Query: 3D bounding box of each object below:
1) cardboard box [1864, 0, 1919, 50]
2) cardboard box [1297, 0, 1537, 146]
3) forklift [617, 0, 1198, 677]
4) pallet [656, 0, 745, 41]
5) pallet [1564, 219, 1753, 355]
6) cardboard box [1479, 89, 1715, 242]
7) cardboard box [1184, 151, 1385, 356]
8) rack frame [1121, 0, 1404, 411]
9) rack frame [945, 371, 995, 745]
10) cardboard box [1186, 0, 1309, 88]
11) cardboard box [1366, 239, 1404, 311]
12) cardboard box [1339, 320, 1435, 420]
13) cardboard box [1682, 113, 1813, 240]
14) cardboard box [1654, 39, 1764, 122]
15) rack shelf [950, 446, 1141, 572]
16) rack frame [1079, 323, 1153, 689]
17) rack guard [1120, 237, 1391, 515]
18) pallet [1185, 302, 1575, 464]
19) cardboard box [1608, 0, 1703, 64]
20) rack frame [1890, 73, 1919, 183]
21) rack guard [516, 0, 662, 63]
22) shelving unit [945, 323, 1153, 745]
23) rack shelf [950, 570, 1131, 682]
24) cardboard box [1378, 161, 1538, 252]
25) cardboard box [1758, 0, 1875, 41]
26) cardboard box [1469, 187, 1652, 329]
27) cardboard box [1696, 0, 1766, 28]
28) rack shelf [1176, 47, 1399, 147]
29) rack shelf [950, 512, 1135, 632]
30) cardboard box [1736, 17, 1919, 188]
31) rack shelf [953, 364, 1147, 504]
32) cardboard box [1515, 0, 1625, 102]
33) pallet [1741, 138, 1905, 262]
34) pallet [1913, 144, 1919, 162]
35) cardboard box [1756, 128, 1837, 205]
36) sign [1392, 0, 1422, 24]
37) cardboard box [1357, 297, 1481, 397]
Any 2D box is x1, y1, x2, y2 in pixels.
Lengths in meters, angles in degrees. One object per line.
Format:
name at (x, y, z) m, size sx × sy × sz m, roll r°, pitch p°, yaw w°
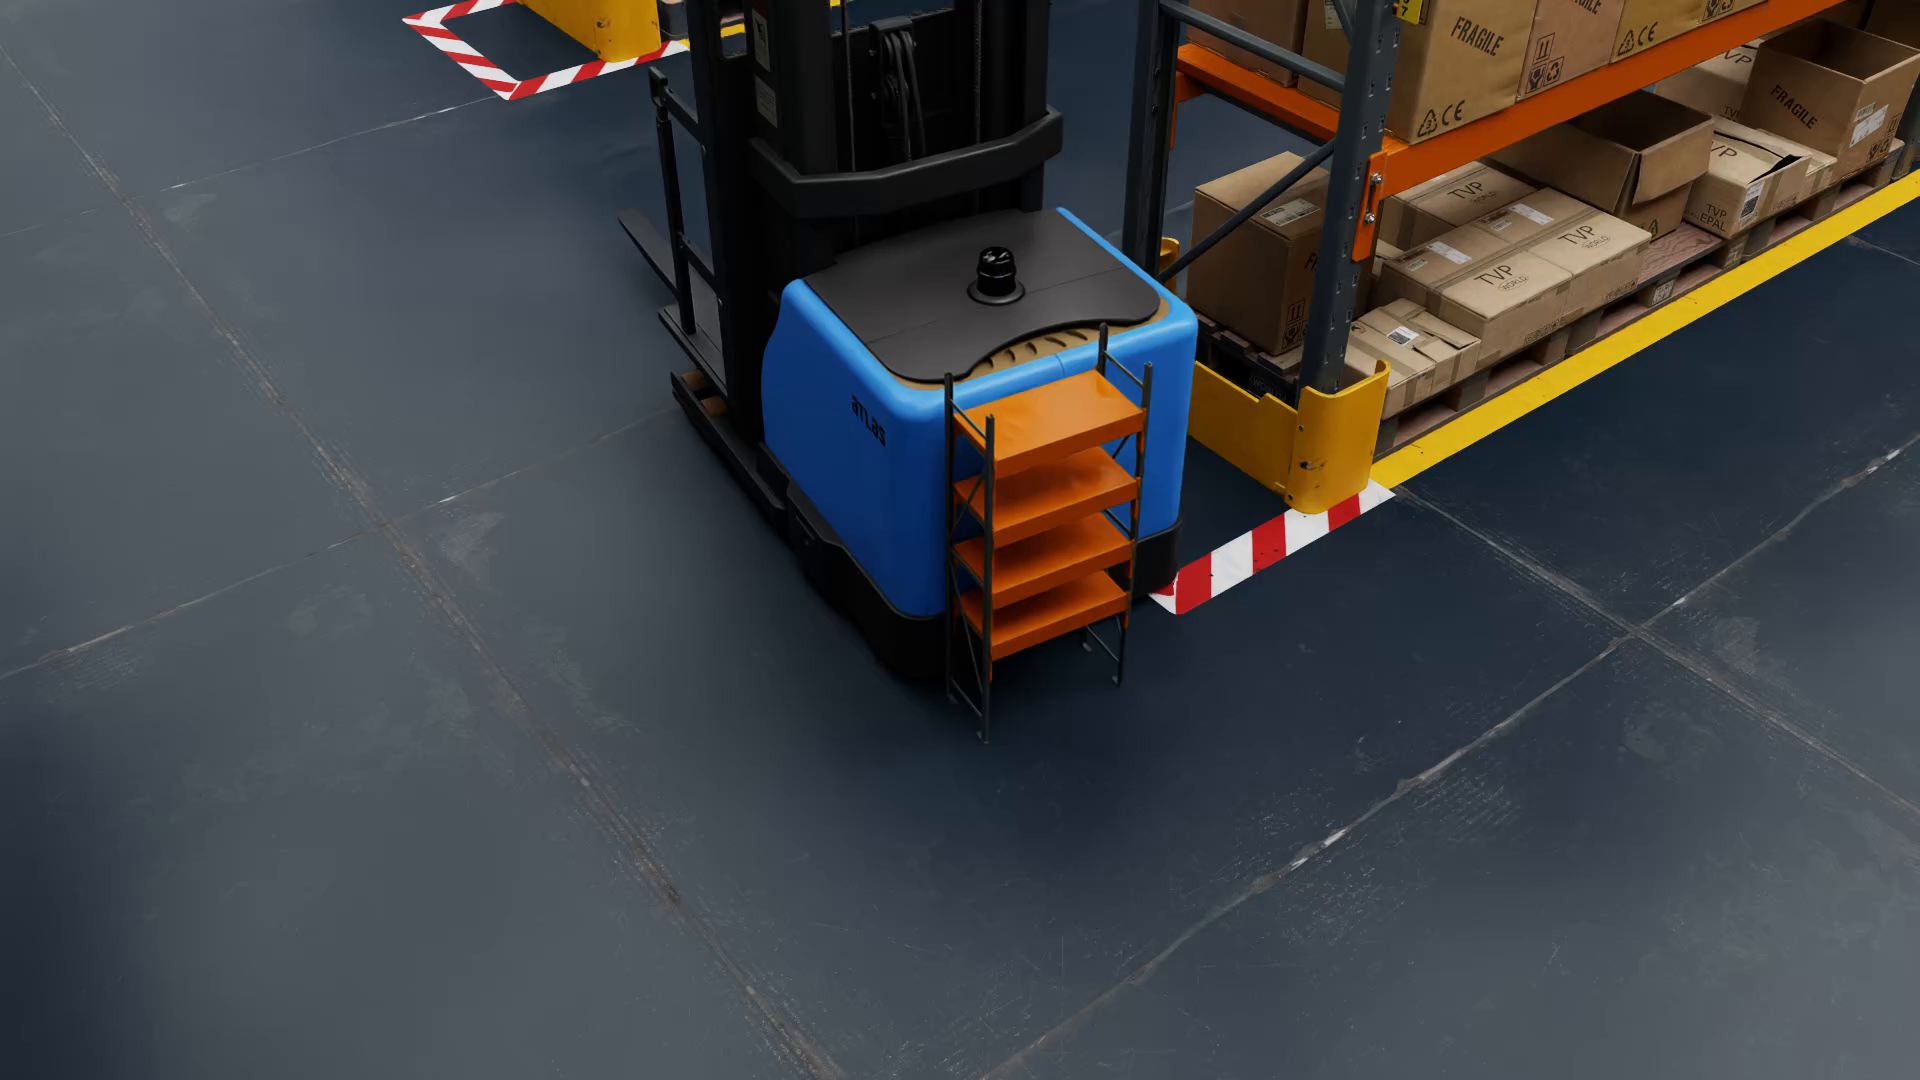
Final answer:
cardboard box at (4.651, -2.377, 7.907) m, size 0.500 × 0.500 × 0.500 m, roll -28°, pitch 47°, yaw -30°
cardboard box at (1.460, -1.641, 5.306) m, size 0.500 × 0.500 × 0.500 m, roll -25°, pitch 46°, yaw -27°
forklift at (-0.436, -1.630, 5.426) m, size 1.130 × 2.935 × 3.031 m, roll -19°, pitch 43°, yaw -22°
pallet at (-1.391, -3.277, 9.578) m, size 1.213 × 0.211 × 1.003 m, roll -26°, pitch 46°, yaw -28°
pallet at (2.606, -1.292, 7.159) m, size 1.213 × 0.211 × 1.003 m, roll -26°, pitch 46°, yaw -28°
cardboard box at (2.632, -1.585, 6.939) m, size 0.637 × 0.503 × 0.797 m, roll -26°, pitch 46°, yaw -28°
cardboard box at (1.228, -1.101, 6.351) m, size 0.500 × 0.500 × 0.500 m, roll -26°, pitch 46°, yaw -28°
rack frame at (0.947, -1.563, 5.290) m, size 0.127 × 3.000 × 1.000 m, roll -26°, pitch 46°, yaw -28°
rack frame at (0.023, 0.084, 4.701) m, size 0.015 × 1.200 × 0.240 m, roll -19°, pitch 43°, yaw -22°
cardboard box at (1.136, -1.912, 5.637) m, size 0.500 × 0.500 × 0.500 m, roll -25°, pitch 45°, yaw -27°
cardboard box at (1.604, -1.083, 6.592) m, size 0.250 × 0.166 × 0.380 m, roll -26°, pitch 46°, yaw -28°
cardboard box at (1.489, -0.620, 6.042) m, size 0.250 × 0.149 × 0.380 m, roll -26°, pitch 46°, yaw -28°
cardboard box at (3.245, -1.587, 7.093) m, size 0.500 × 0.311 × 0.500 m, roll -26°, pitch 46°, yaw -28°
cardboard box at (3.654, -2.186, 7.823) m, size 0.500 × 0.311 × 0.500 m, roll -26°, pitch 46°, yaw -28°
rack shelf at (0.236, -0.112, 4.693) m, size 0.480 × 0.148 × 0.258 m, roll -19°, pitch 43°, yaw -22°
rack frame at (0.449, -0.066, 4.884) m, size 0.015 × 1.200 × 0.240 m, roll -19°, pitch 43°, yaw -22°
rack guard at (1.007, -0.626, 6.119) m, size 0.348 × 0.500 × 1.175 m, roll -26°, pitch 46°, yaw -28°
pallet at (1.639, -0.823, 6.587) m, size 1.213 × 0.211 × 1.003 m, roll -26°, pitch 46°, yaw -28°
cardboard box at (2.265, -2.035, 5.787) m, size 0.500 × 0.500 × 0.500 m, roll -26°, pitch 46°, yaw -28°
rack frame at (4.119, -3.109, 7.175) m, size 0.127 × 3.000 × 1.000 m, roll -26°, pitch 46°, yaw -28°
rack guard at (-2.079, -3.073, 9.102) m, size 0.348 × 0.500 × 1.175 m, roll -26°, pitch 46°, yaw -28°
shelving unit at (0.236, 0.009, 4.792) m, size 0.503 × 1.200 × 0.258 m, roll -19°, pitch 43°, yaw -22°
rack shelf at (0.236, 0.214, 4.962) m, size 0.480 × 0.148 × 0.258 m, roll -19°, pitch 43°, yaw -22°
cardboard box at (2.000, -1.356, 6.859) m, size 0.500 × 0.250 × 0.500 m, roll -26°, pitch 46°, yaw -28°
cardboard box at (4.335, -2.648, 8.236) m, size 0.500 × 0.500 × 0.500 m, roll -26°, pitch 46°, yaw -28°
cardboard box at (2.344, -1.124, 6.576) m, size 0.500 × 0.250 × 0.500 m, roll -26°, pitch 46°, yaw -28°
cardboard box at (2.663, -2.228, 6.022) m, size 0.500 × 0.500 × 0.500 m, roll -25°, pitch 46°, yaw -28°
rack shelf at (2.533, -2.134, 6.399) m, size 3.809 × 0.124 × 0.919 m, roll -26°, pitch 46°, yaw -28°
rack shelf at (0.236, 0.061, 4.835) m, size 0.480 × 0.148 × 0.258 m, roll -19°, pitch 43°, yaw -22°
cardboard box at (3.840, -1.950, 7.386) m, size 0.500 × 0.500 × 0.500 m, roll -26°, pitch 46°, yaw -28°
rack shelf at (0.237, -0.294, 4.542) m, size 0.480 × 0.148 × 0.258 m, roll -19°, pitch 43°, yaw -22°
cardboard box at (1.865, -1.843, 5.553) m, size 0.500 × 0.500 × 0.500 m, roll -26°, pitch 46°, yaw -28°
pallet at (3.574, -1.766, 7.736) m, size 1.213 × 0.211 × 1.003 m, roll -26°, pitch 46°, yaw -28°
pallet at (4.741, -2.364, 8.466) m, size 1.213 × 0.211 × 1.003 m, roll -26°, pitch 46°, yaw -28°
cardboard box at (3.579, -1.639, 7.284) m, size 0.250 × 0.149 × 0.380 m, roll -26°, pitch 46°, yaw -28°
sign at (1.278, -1.625, 4.683) m, size 0.005 × 0.325 × 0.100 m, roll -26°, pitch 46°, yaw -28°
cardboard box at (1.687, -0.724, 6.154) m, size 0.250 × 0.166 × 0.380 m, roll -26°, pitch 46°, yaw -28°
